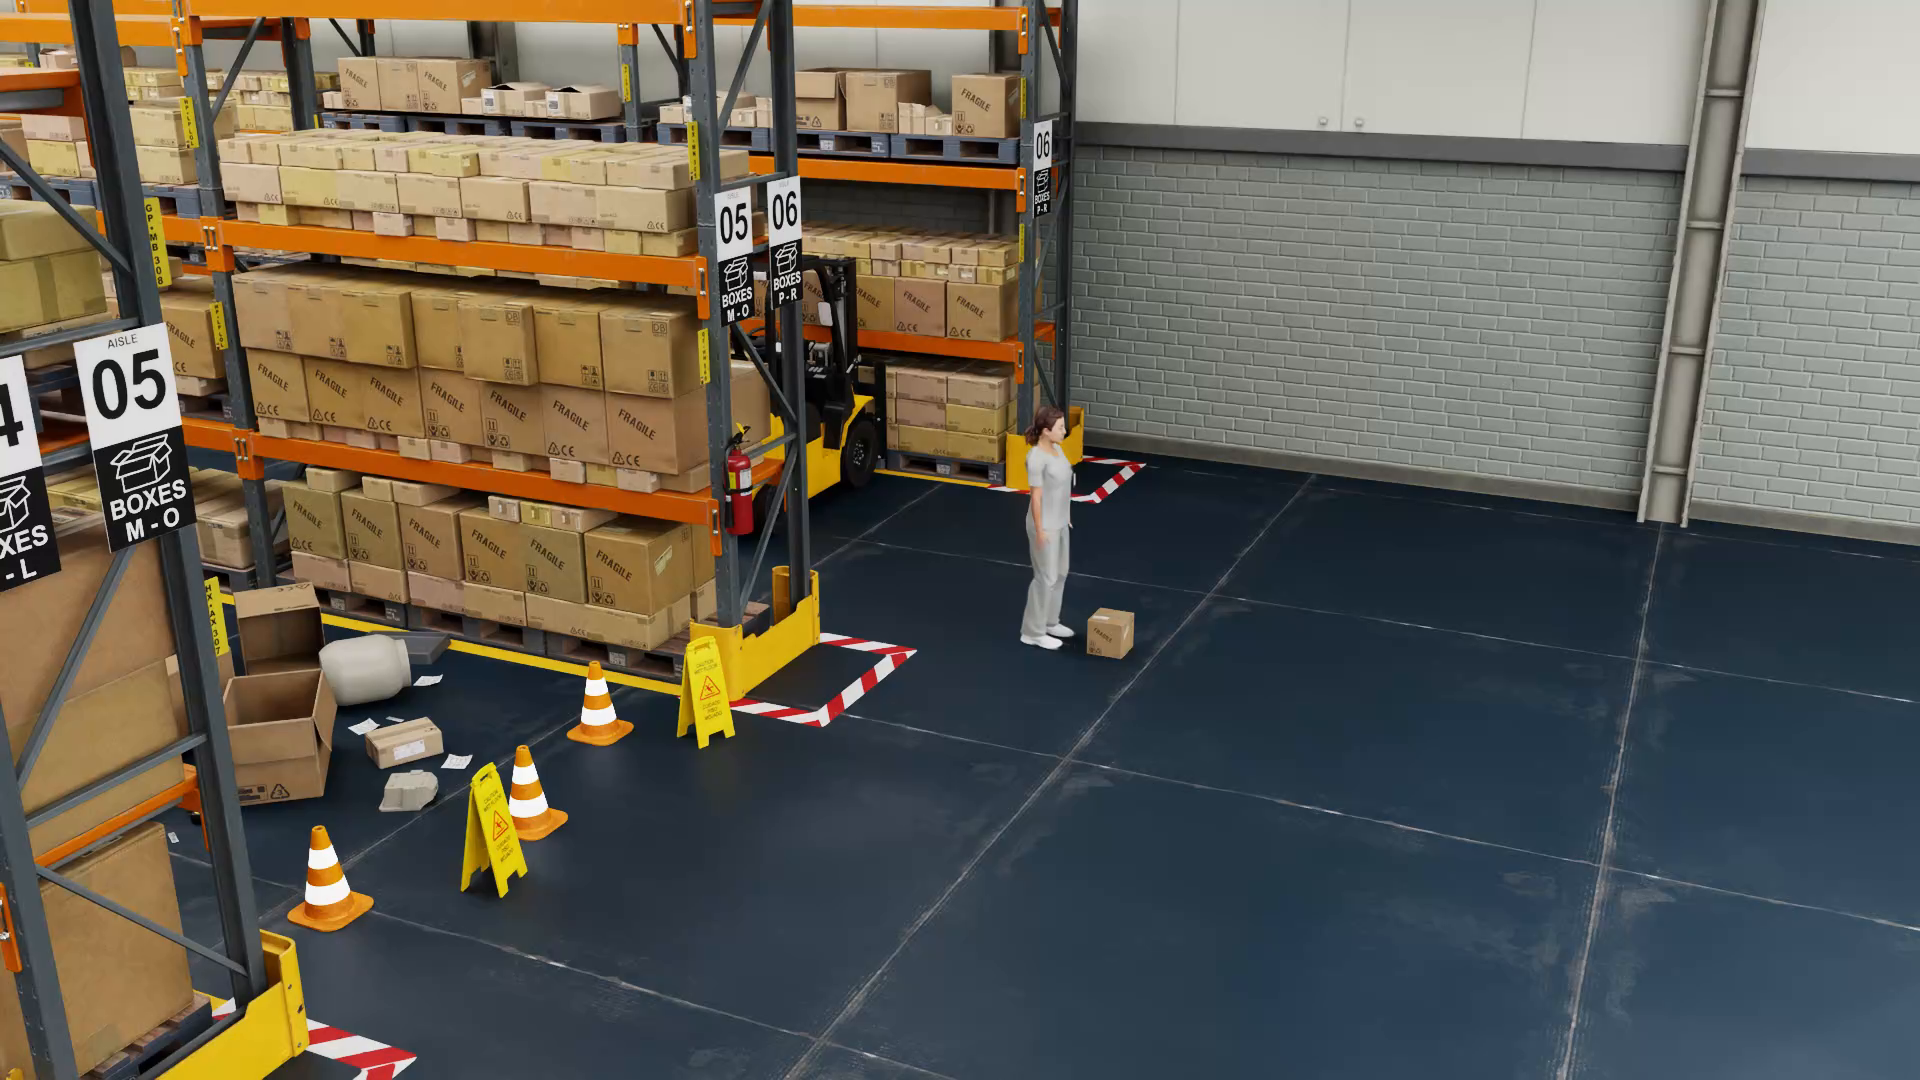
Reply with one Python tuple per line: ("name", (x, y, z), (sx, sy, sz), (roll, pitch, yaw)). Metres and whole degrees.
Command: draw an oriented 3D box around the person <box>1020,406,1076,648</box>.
("person", (0.597, -0.102, 11.383), (0.360, 1.675, 0.444), (9, 21, 24))
